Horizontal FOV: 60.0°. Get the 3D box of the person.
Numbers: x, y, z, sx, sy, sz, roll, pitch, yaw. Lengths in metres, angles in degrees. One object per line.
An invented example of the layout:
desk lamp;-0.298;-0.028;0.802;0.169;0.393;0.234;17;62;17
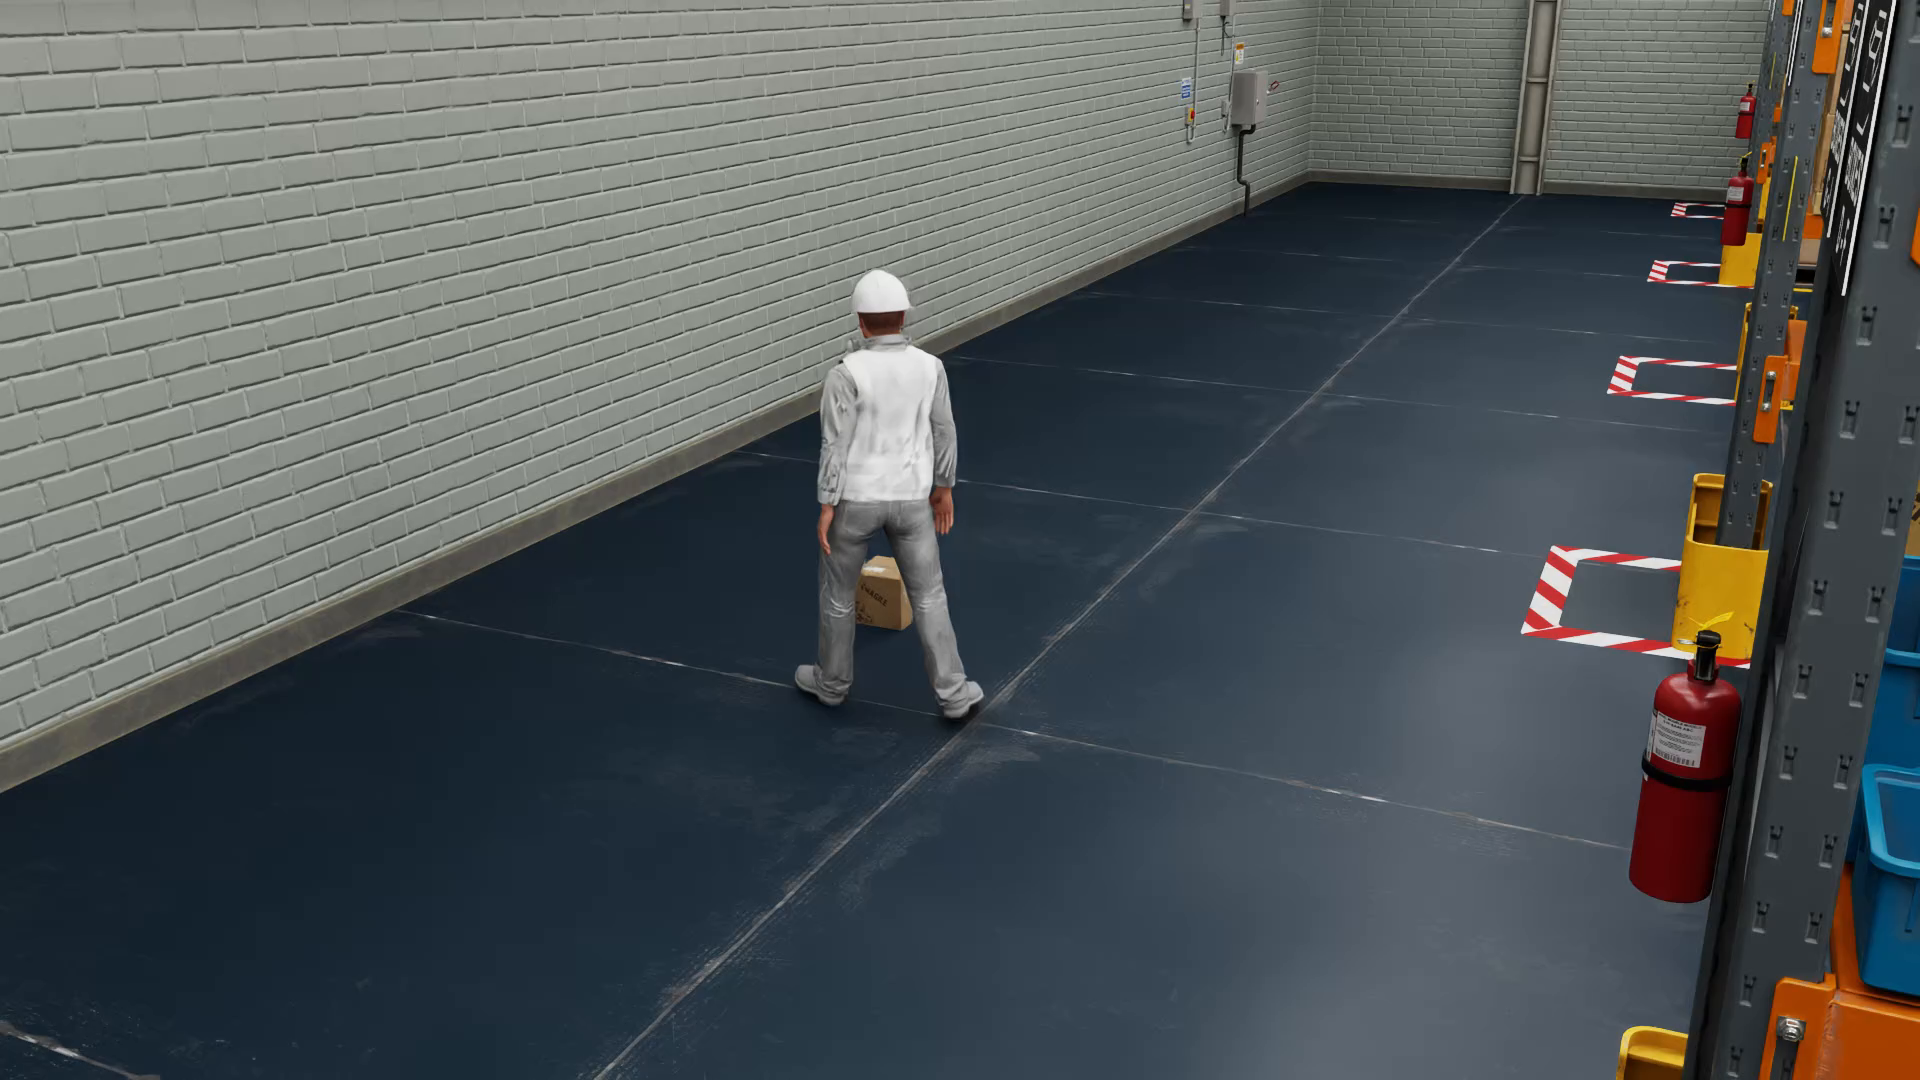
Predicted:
person;-0.276;-0.167;6.524;0.663;1.760;0.681;-8;20;-21
